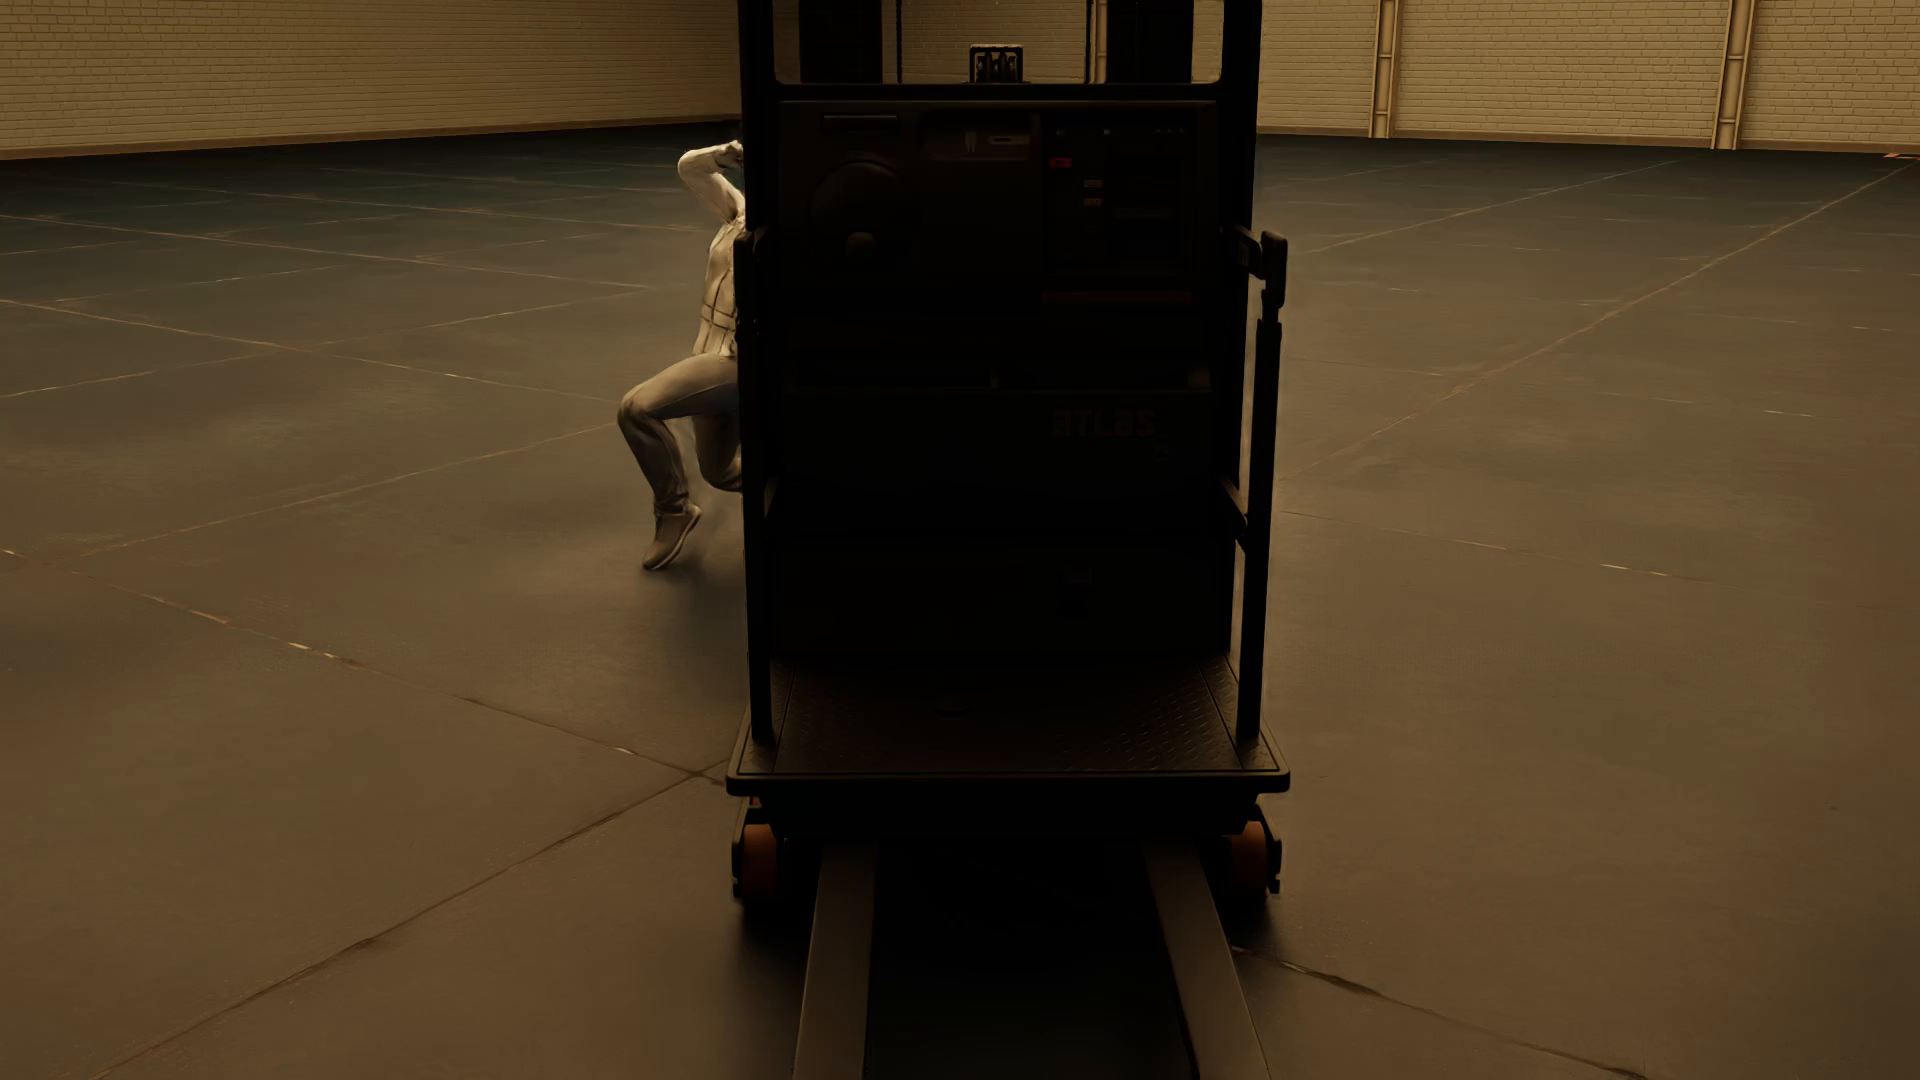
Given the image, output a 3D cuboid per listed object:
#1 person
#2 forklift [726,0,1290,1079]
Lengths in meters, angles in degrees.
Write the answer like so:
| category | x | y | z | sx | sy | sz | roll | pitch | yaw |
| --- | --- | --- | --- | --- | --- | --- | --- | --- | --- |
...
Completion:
| category | x | y | z | sx | sy | sz | roll | pitch | yaw |
| --- | --- | --- | --- | --- | --- | --- | --- | --- | --- |
| person | -0.663 | -0.572 | 5.443 | 0.848 | 1.429 | 0.976 | -9 | 19 | -27 |
| forklift | 0.087 | -0.744 | 3.320 | 1.130 | 2.935 | 3.031 | 0 | 17 | -1 |
